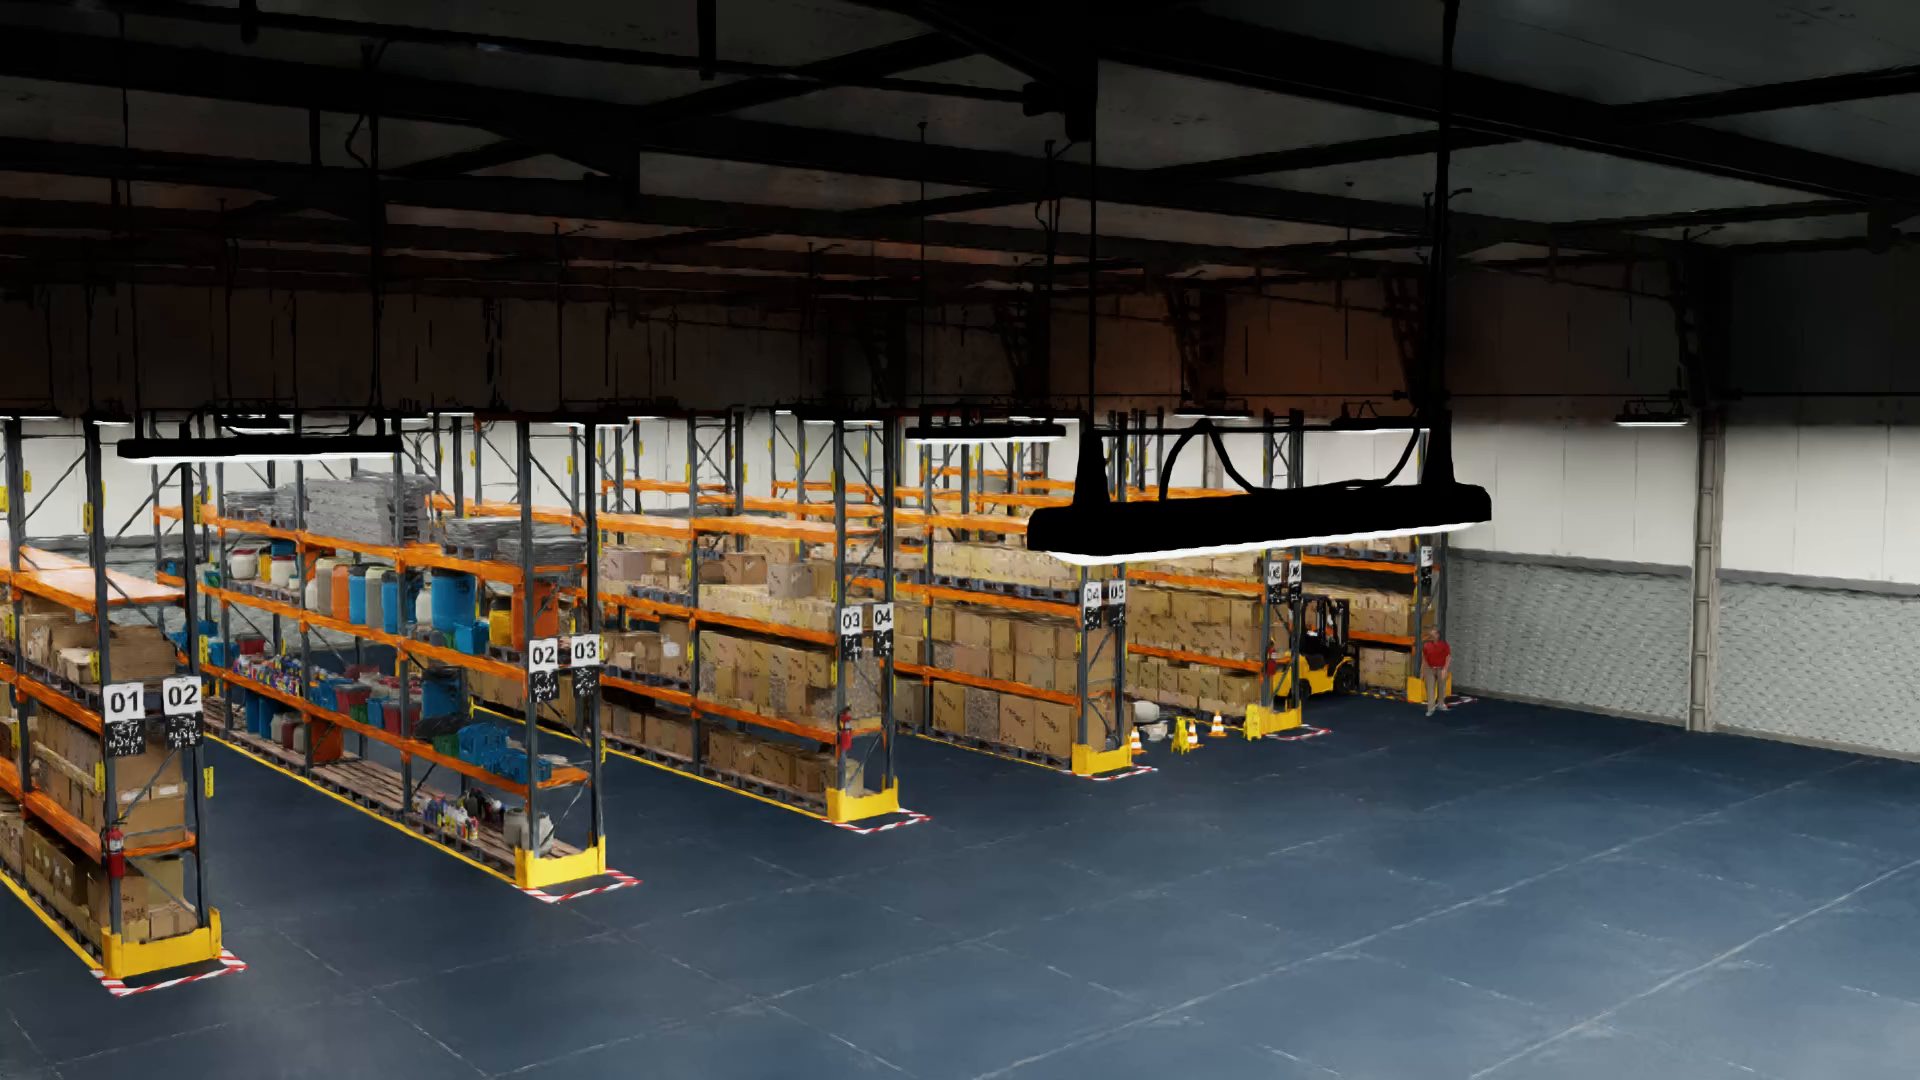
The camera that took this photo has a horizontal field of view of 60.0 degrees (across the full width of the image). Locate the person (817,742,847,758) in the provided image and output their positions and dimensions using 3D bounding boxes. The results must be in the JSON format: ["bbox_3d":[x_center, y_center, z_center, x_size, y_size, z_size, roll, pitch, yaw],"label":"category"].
[{"bbox_3d":[-2.078,3.081,28.237,0.588,1.509,1.193,-5,7,-43],"label":"person"}]

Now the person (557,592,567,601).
[{"bbox_3d":[-9.830,1.952,40.731,0.494,1.610,0.955,-2,5,-20],"label":"person"}]

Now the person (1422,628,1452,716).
[{"bbox_3d":[9.427,2.593,32.875,0.571,1.707,0.720,2,5,21],"label":"person"}]
